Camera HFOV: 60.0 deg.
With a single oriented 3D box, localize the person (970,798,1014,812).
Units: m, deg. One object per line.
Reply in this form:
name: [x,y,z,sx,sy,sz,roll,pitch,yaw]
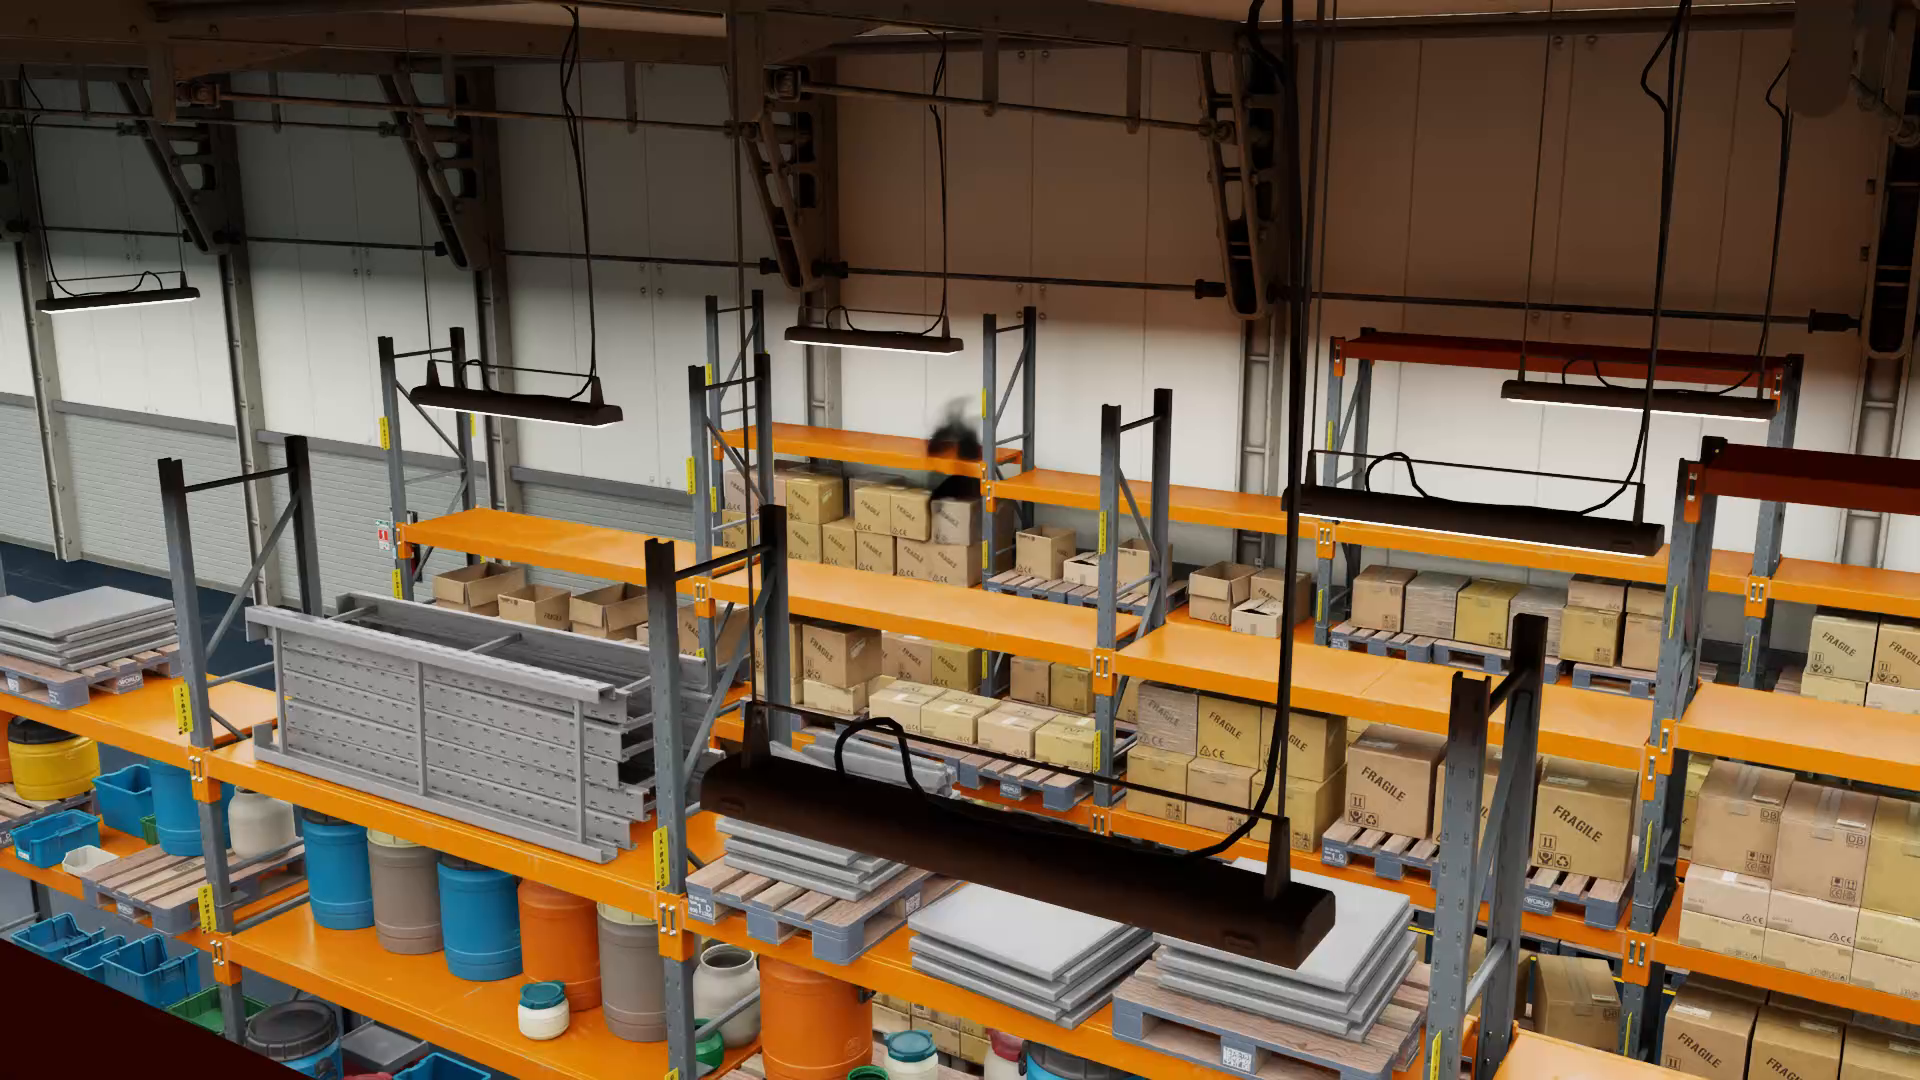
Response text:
person: [0.294,2.996,16.768,0.996,1.653,0.560,8,16,30]
